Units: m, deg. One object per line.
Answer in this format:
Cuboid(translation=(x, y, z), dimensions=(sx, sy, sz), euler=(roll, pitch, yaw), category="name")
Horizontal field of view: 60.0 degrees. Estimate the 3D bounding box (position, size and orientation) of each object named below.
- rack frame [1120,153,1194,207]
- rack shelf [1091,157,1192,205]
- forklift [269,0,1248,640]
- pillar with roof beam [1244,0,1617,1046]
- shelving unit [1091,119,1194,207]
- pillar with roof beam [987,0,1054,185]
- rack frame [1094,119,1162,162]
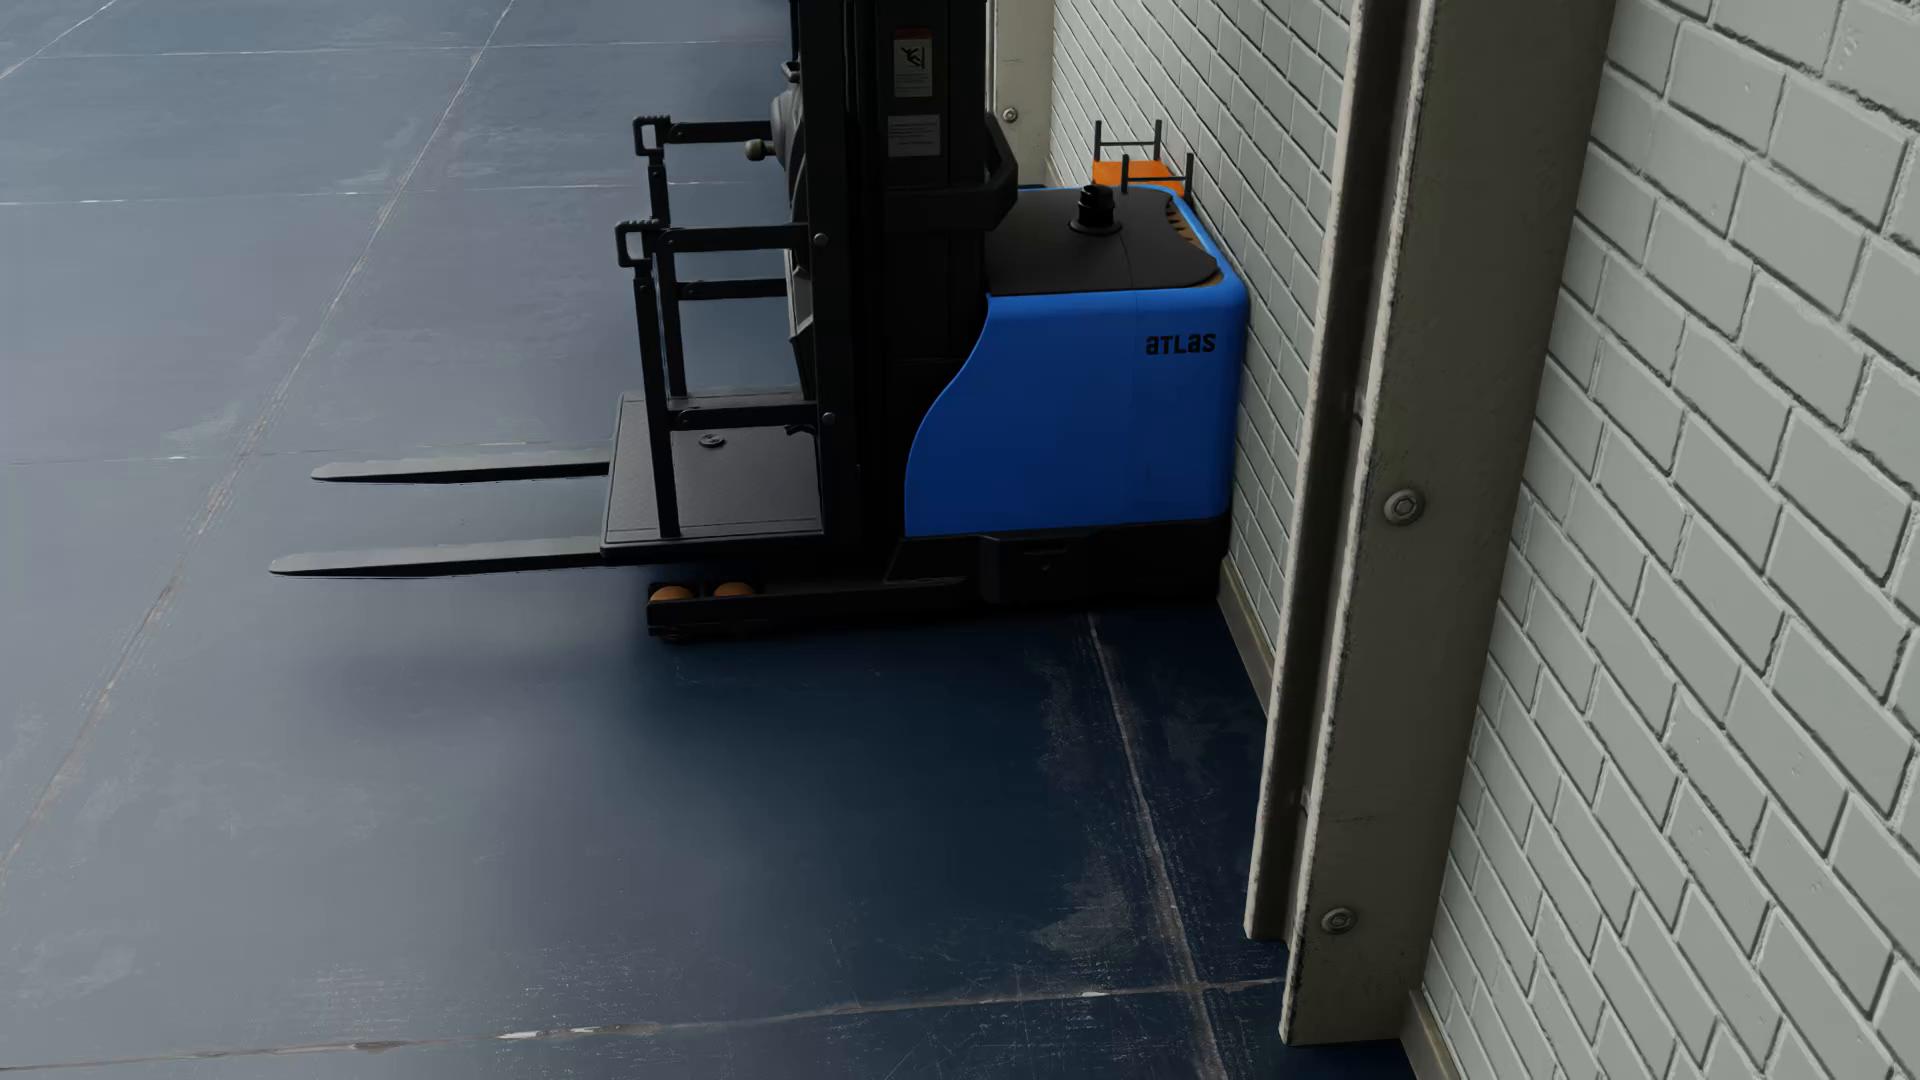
Cuboid(translation=(0.652, -0.746, 5.790), dimensions=(0.240, 1.200, 0.015), euler=(-2, 27, -6), category="rack frame")
Cuboid(translation=(0.629, -1.206, 5.827), dimensions=(0.258, 0.148, 0.480), euler=(-2, 27, -6), category="rack shelf")
Cuboid(translation=(-0.680, -1.232, 4.955), dimensions=(3.031, 2.935, 1.130), euler=(-4, 31, -6), category="forklift")
Cuboid(translation=(-3.408, -2.607, 1.339), dimensions=(9.100, 9.000, 0.400), euler=(-3, 31, -5), category="pillar with roof beam")
Cuboid(translation=(0.625, -0.856, 6.005), dimensions=(0.258, 1.200, 0.503), euler=(-2, 27, -6), category="shelving unit")
Cuboid(translation=(-3.968, -5.670, 6.467), dimensions=(9.100, 9.000, 0.400), euler=(-3, 31, -5), category="pillar with roof beam")
Cuboid(translation=(0.598, -0.967, 6.221), dimensions=(0.240, 1.200, 0.015), euler=(-2, 27, -6), category="rack frame")
